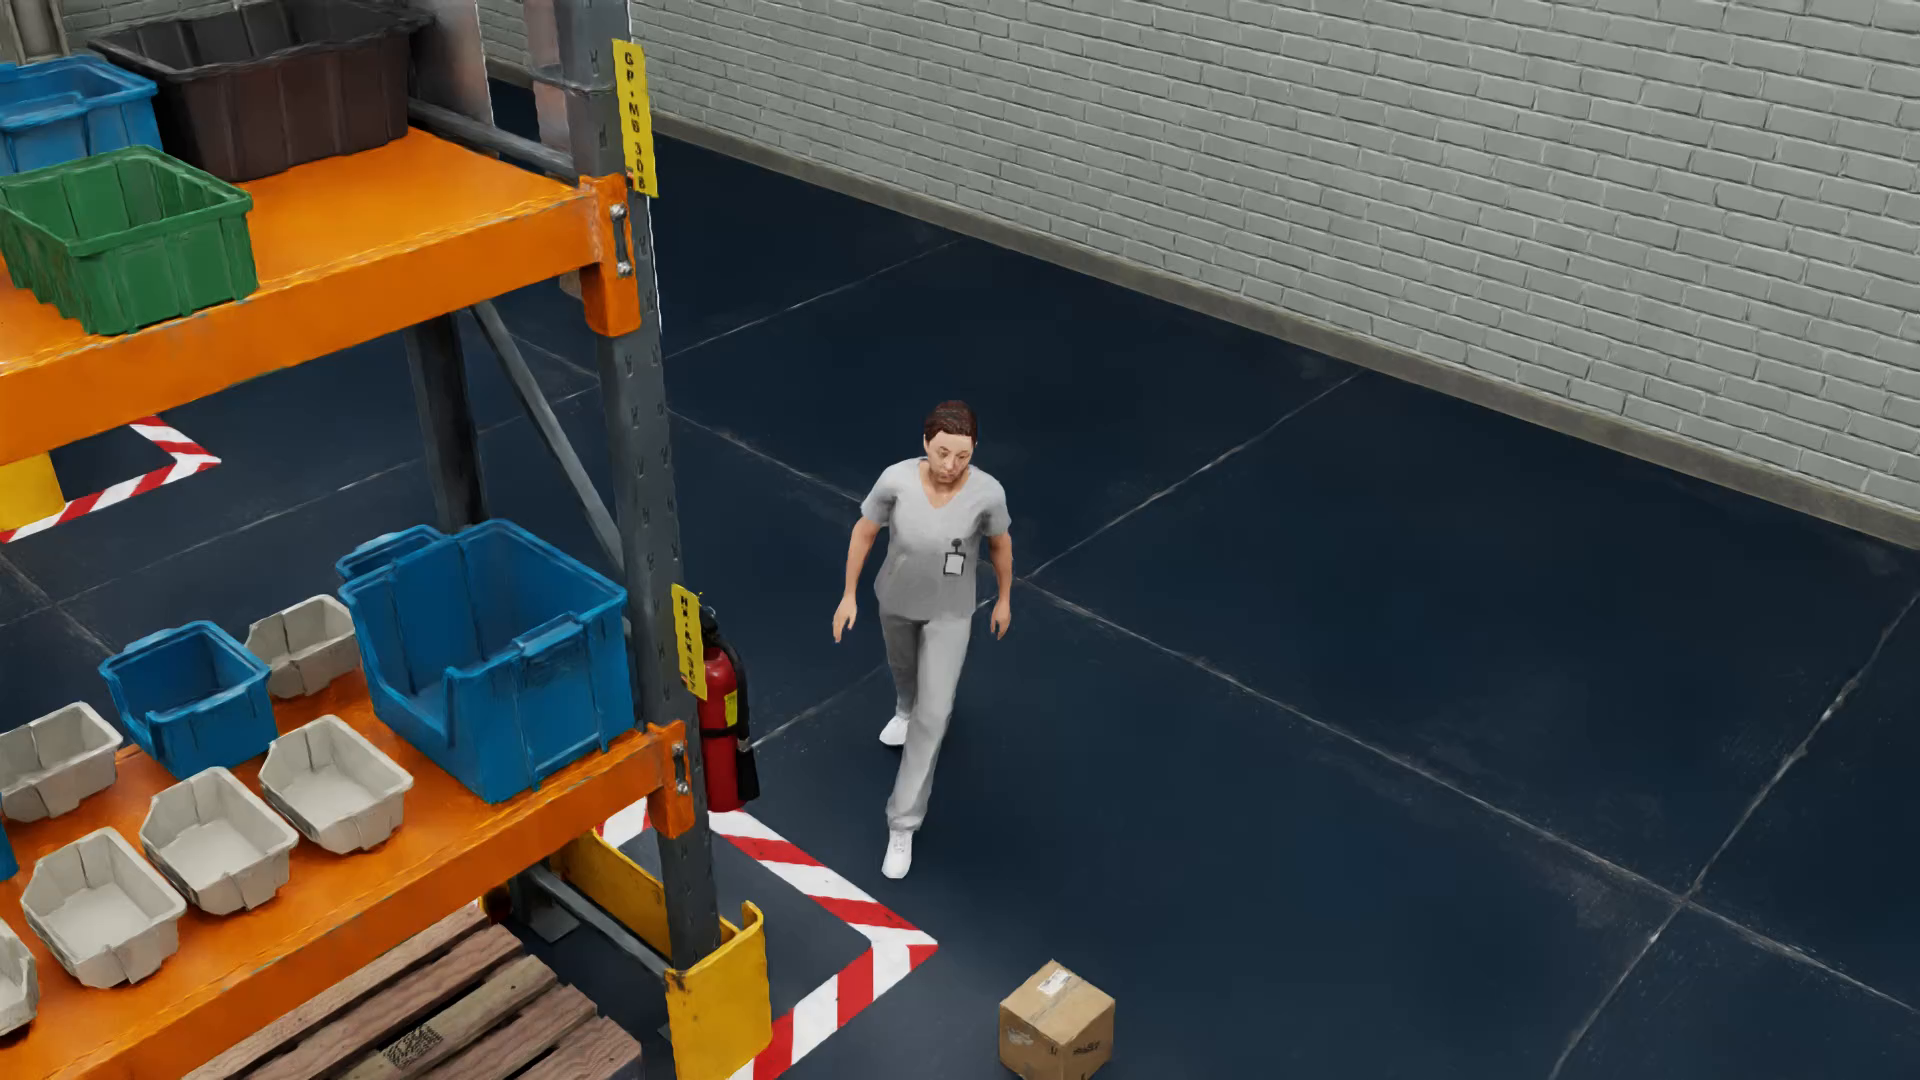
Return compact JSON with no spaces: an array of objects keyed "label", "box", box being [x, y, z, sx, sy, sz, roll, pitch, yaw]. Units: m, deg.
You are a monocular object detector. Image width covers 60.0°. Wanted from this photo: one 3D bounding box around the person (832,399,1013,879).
[{"label":"person","box":[-0.134,0.256,5.755,0.564,1.620,0.966,8,32,12]}]
